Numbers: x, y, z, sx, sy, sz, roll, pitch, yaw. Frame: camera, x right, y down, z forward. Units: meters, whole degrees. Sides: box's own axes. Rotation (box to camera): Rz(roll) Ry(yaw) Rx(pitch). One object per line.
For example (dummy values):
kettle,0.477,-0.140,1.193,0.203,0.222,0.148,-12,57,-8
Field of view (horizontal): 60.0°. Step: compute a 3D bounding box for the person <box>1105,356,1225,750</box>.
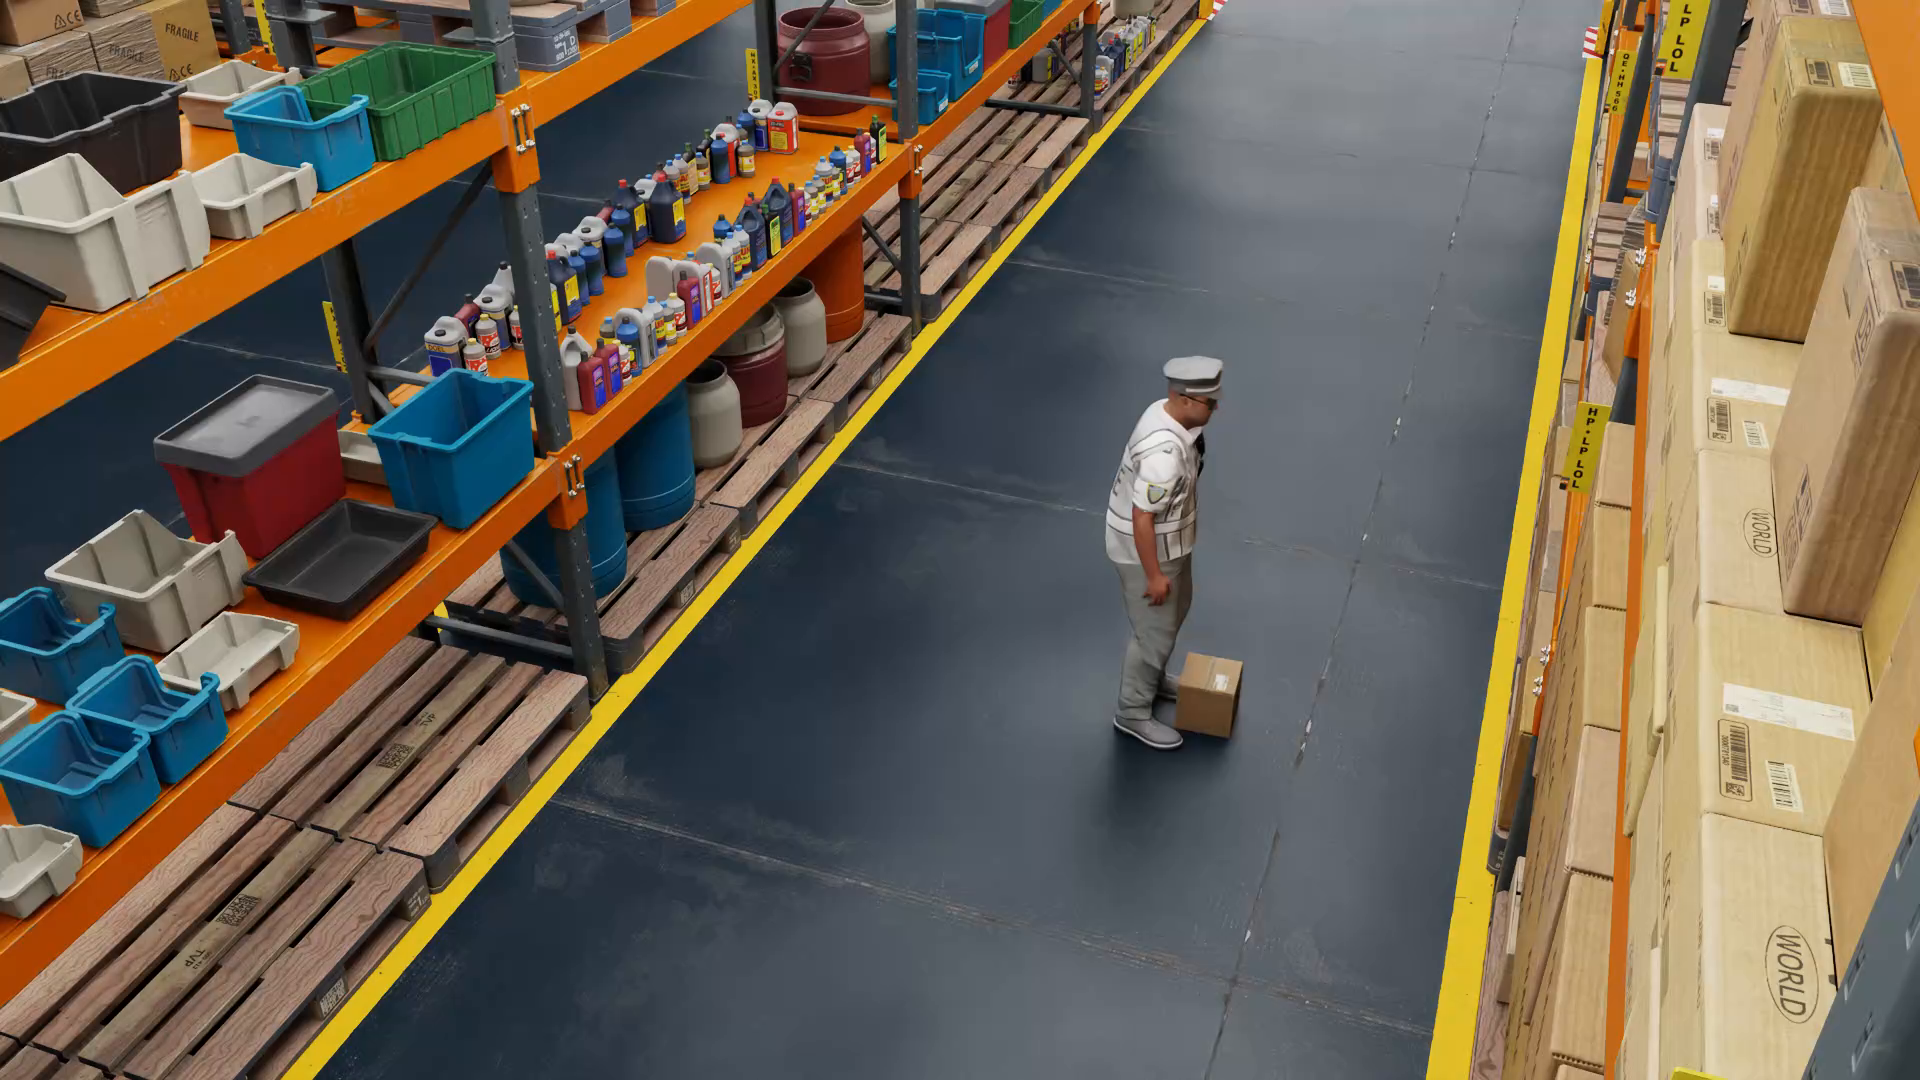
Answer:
person,0.845,0.021,7.101,0.436,1.746,0.588,10,34,14
